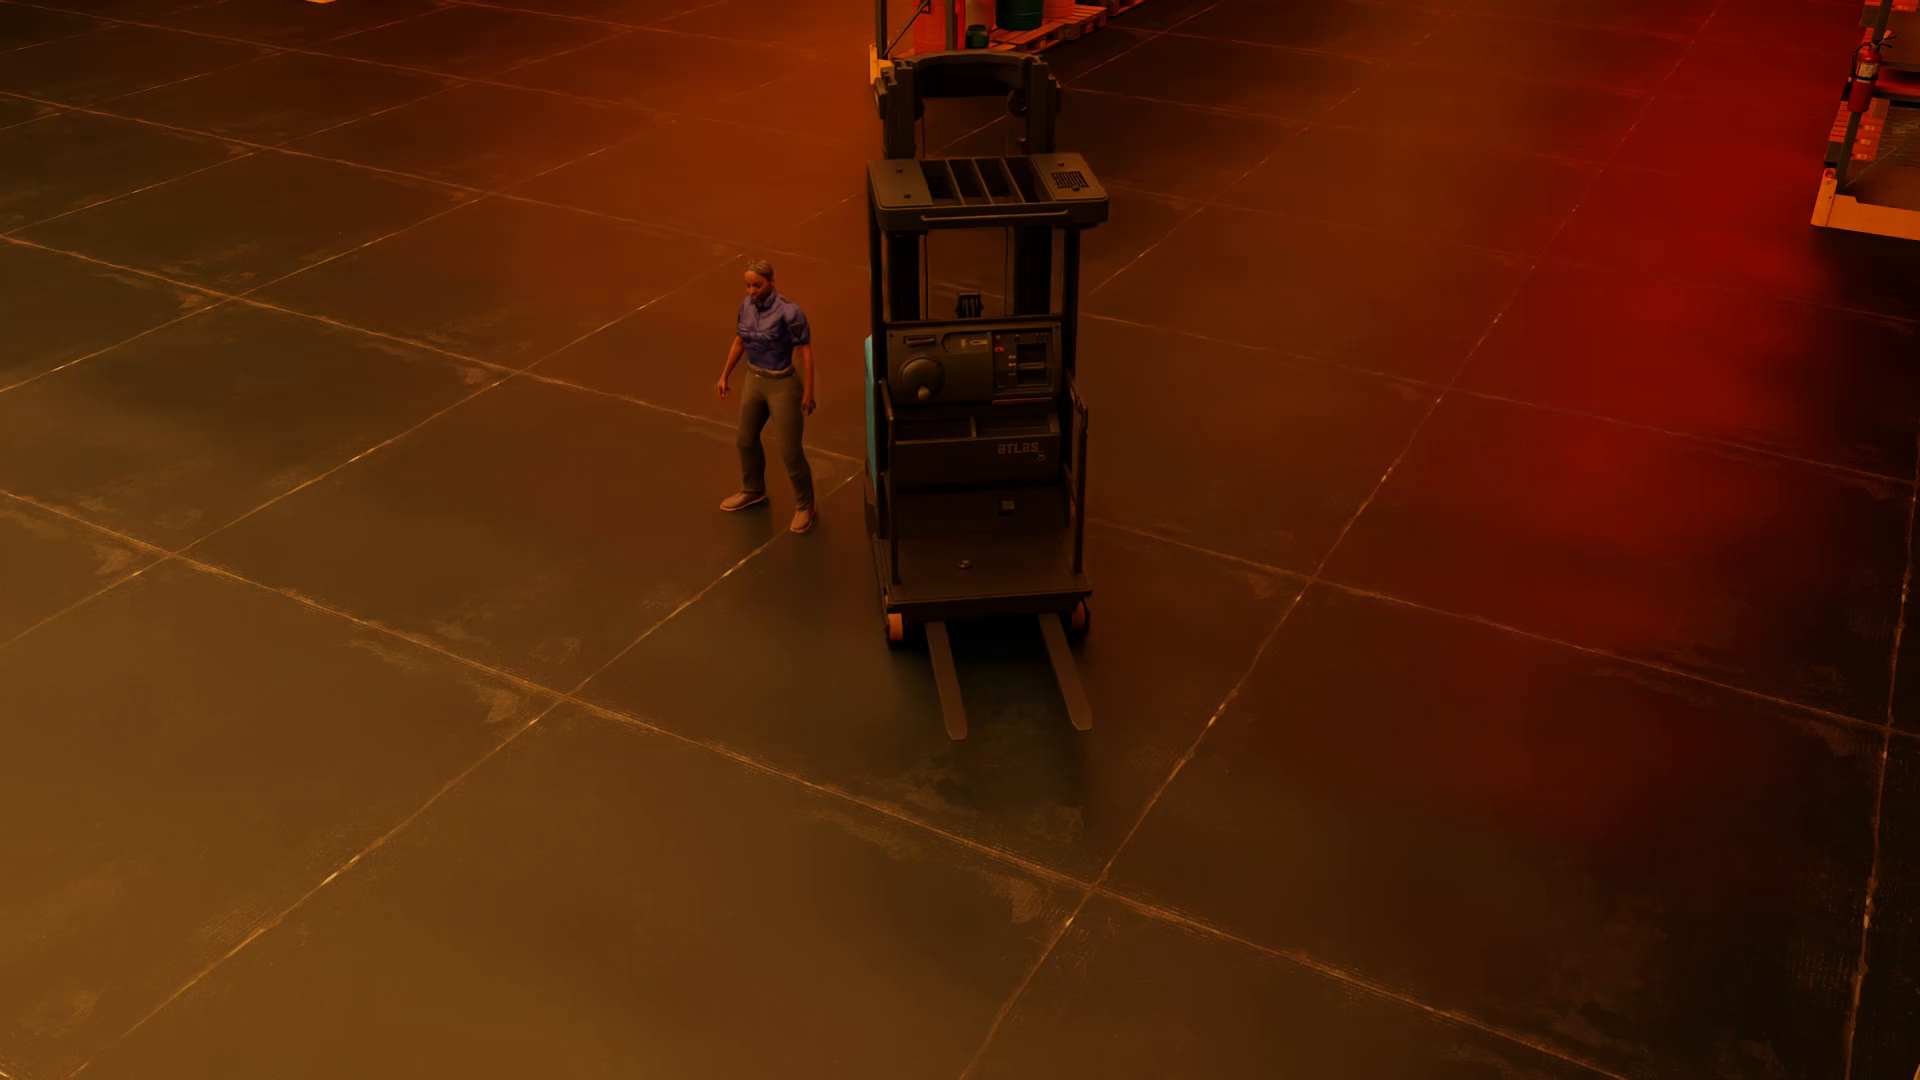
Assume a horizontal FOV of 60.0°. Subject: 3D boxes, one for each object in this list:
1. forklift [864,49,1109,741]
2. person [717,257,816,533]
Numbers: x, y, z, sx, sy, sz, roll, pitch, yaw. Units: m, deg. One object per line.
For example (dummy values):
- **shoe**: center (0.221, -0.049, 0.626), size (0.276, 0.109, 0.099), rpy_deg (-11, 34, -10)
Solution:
- **forklift**: center (0.108, -0.894, 8.620), size (1.130, 2.935, 3.031), rpy_deg (-4, 30, -6)
- **person**: center (-1.159, -0.886, 9.900), size (0.650, 1.661, 0.363), rpy_deg (19, 35, 29)
